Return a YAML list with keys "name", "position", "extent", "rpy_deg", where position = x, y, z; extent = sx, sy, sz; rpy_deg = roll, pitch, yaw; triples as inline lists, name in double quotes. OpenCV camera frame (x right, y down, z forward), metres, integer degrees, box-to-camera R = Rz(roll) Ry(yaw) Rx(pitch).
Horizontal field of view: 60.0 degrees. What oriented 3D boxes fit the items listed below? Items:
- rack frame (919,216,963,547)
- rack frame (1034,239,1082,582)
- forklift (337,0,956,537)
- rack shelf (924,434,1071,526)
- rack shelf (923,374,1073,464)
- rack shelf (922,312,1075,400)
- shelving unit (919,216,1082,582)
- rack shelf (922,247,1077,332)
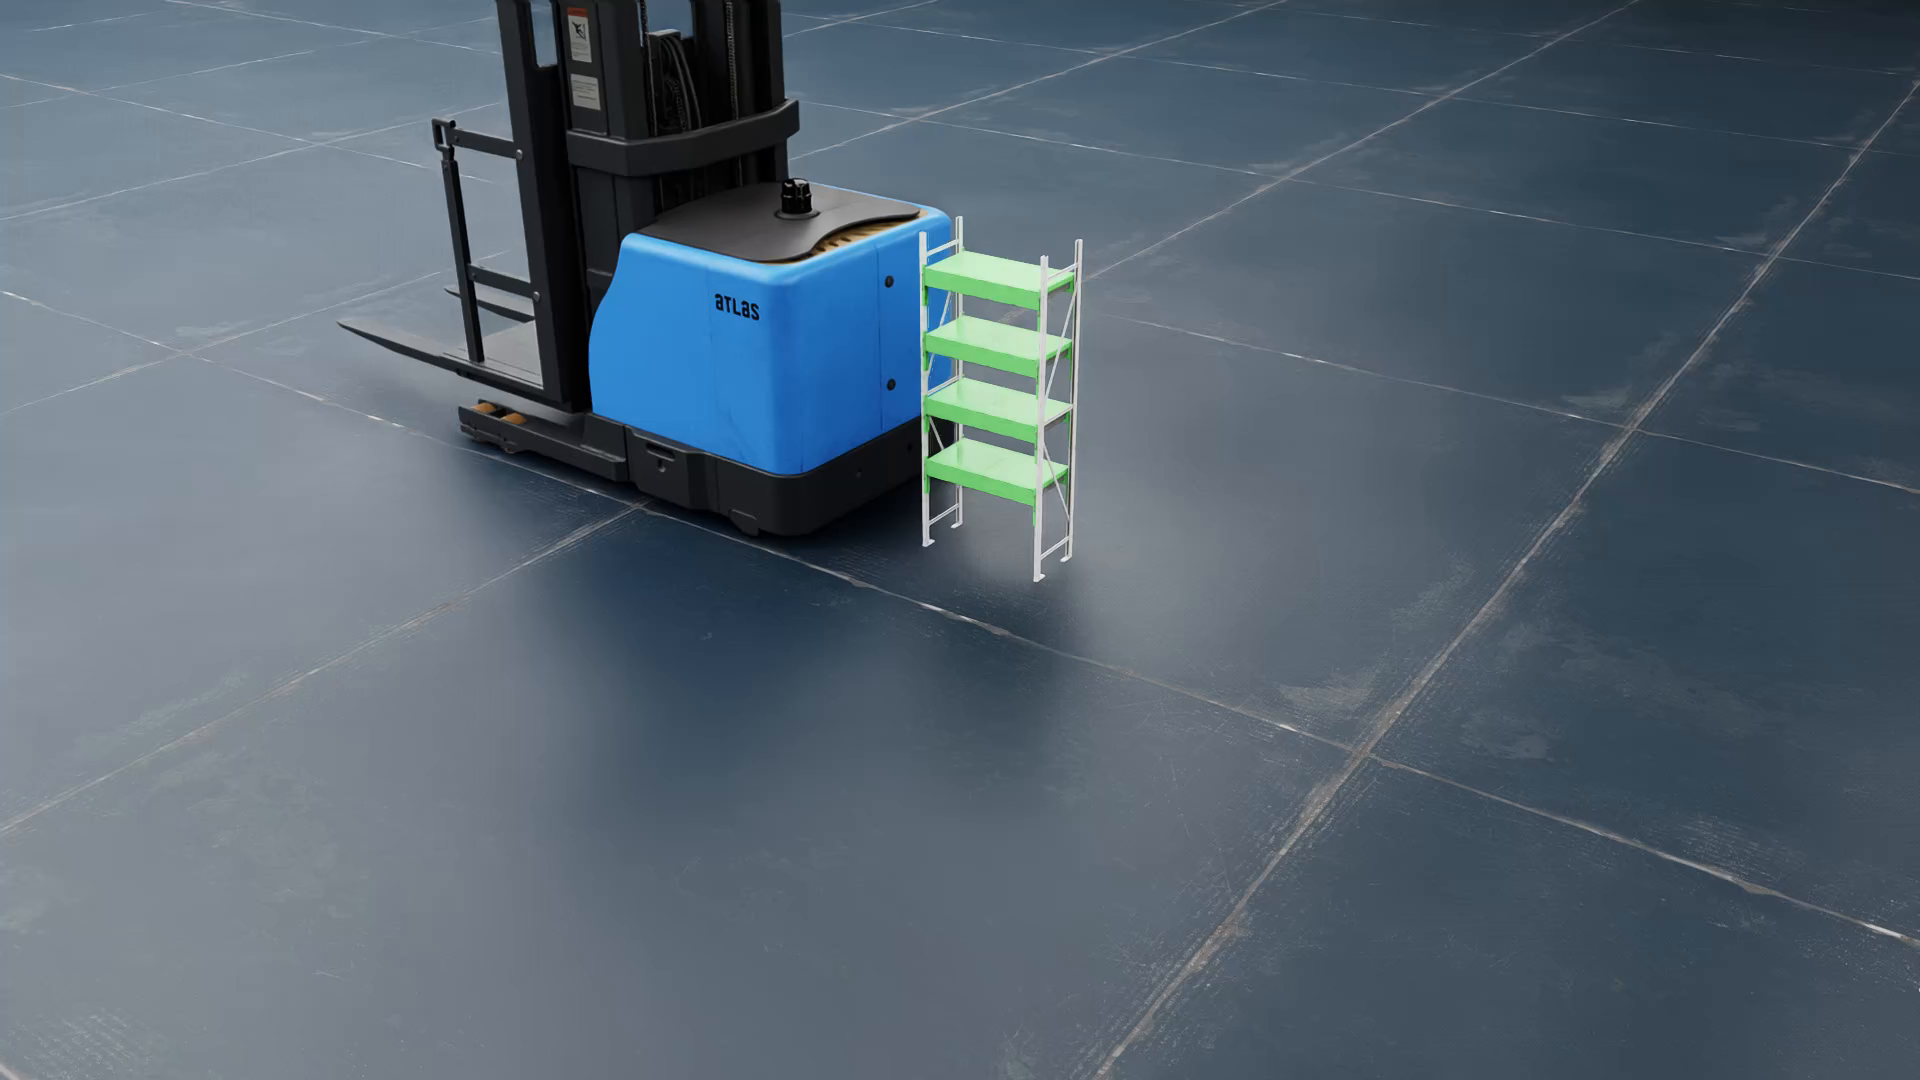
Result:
- name: "rack frame"
  position: [-0.065, -0.555, 6.017]
  extent: [0.015, 1.200, 0.240]
  rpy_deg: [17, 32, 30]
- name: "rack frame"
  position: [0.338, -0.430, 5.771]
  extent: [0.015, 1.200, 0.240]
  rpy_deg: [17, 32, 30]
- name: "forklift"
  position: [-1.501, -1.839, 6.632]
  extent: [3.031, 2.935, 1.130]
  rpy_deg: [19, 32, 32]
- name: "rack shelf"
  position: [0.136, -0.221, 6.032]
  extent: [0.480, 0.148, 0.258]
  rpy_deg: [17, 32, 30]
- name: "rack shelf"
  position: [0.136, -0.435, 5.923]
  extent: [0.480, 0.148, 0.258]
  rpy_deg: [17, 32, 30]
- name: "rack shelf"
  position: [0.136, -0.649, 5.814]
  extent: [0.480, 0.148, 0.258]
  rpy_deg: [17, 32, 30]
- name: "shelving unit"
  position: [0.136, -0.492, 5.894]
  extent: [0.503, 1.200, 0.258]
  rpy_deg: [17, 32, 30]
- name: "rack shelf"
  position: [0.136, -0.863, 5.706]
  extent: [0.480, 0.148, 0.258]
  rpy_deg: [17, 32, 30]
